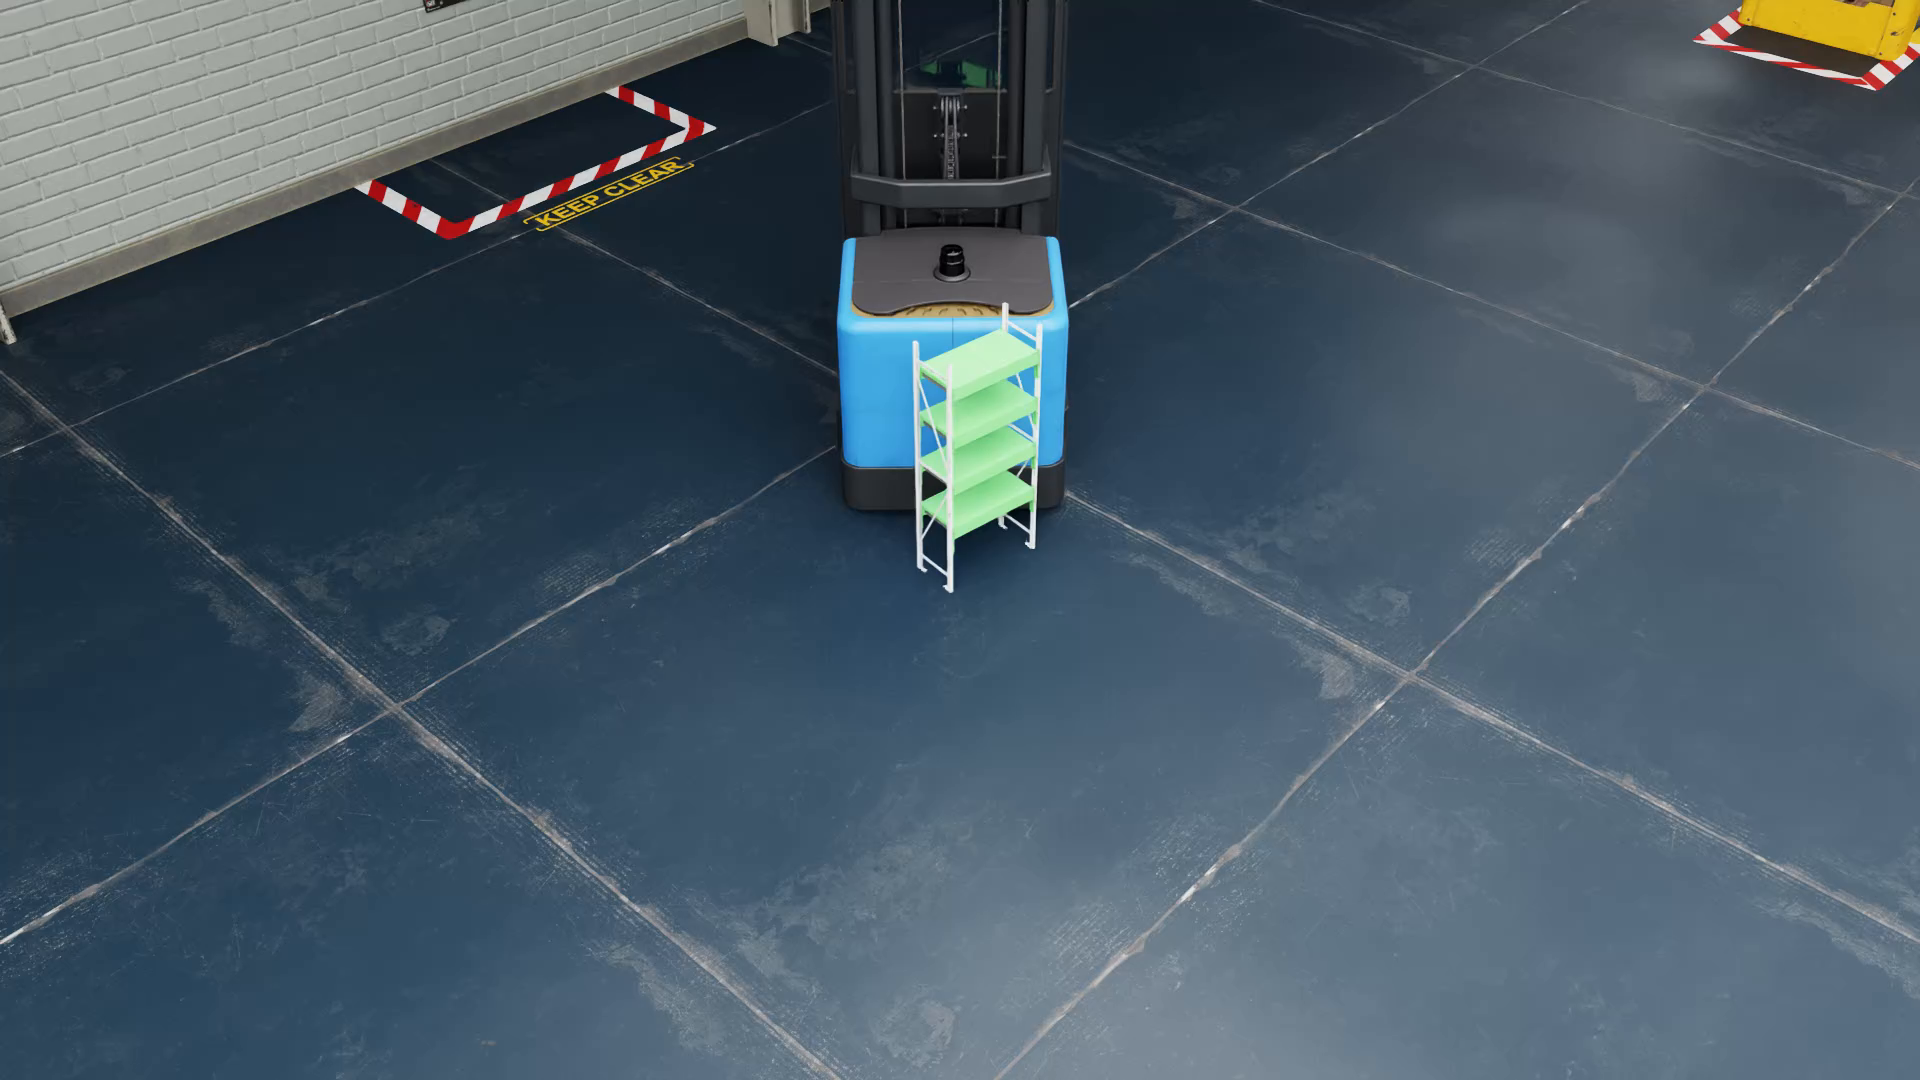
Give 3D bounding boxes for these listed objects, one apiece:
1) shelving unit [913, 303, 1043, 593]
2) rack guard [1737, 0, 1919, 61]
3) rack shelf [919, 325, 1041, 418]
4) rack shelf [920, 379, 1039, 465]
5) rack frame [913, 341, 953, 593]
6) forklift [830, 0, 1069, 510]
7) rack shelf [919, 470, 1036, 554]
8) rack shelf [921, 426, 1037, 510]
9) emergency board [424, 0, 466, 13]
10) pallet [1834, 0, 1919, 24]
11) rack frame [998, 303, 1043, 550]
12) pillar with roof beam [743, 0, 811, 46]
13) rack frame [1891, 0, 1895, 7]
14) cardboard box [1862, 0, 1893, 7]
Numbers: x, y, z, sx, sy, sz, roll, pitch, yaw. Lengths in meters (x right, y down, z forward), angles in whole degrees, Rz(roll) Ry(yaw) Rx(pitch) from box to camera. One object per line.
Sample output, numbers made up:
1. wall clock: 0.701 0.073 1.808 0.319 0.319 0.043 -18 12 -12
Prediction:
1. shelving unit: 0.075 -0.388 7.274 0.503 1.200 0.258 -27 46 -30
2. rack guard: 6.486 -4.002 12.382 1.175 0.500 0.348 30 47 32
3. rack shelf: 0.075 -0.713 7.015 0.480 0.148 0.258 -27 46 -30
4. rack shelf: 0.075 -0.526 7.164 0.480 0.148 0.258 -27 46 -30
5. rack frame: -0.113 -0.291 7.152 0.015 1.200 0.240 -27 46 -30
6. forklift: -0.052 -2.177 8.133 1.130 2.935 3.031 -1 38 -1
7. rack shelf: 0.075 -0.150 7.463 0.480 0.148 0.258 -27 46 -30
8. rack shelf: 0.075 -0.338 7.313 0.480 0.148 0.258 -27 46 -30
9. emergency board: -3.086 -3.883 10.223 0.157 1.169 0.626 30 47 32
10. pallet: 6.987 -4.269 12.949 1.003 0.211 1.213 30 47 32
11. rack frame: 0.264 -0.484 7.395 0.015 1.200 0.240 -27 46 -30
12. pillar with roof beam: 1.807 -5.539 7.485 9.100 9.000 0.400 30 47 32
13. rack frame: 6.502 -4.992 11.618 1.000 3.000 0.127 30 47 32
14. cardboard box: 7.028 -4.233 12.535 0.500 0.250 0.500 30 47 32
